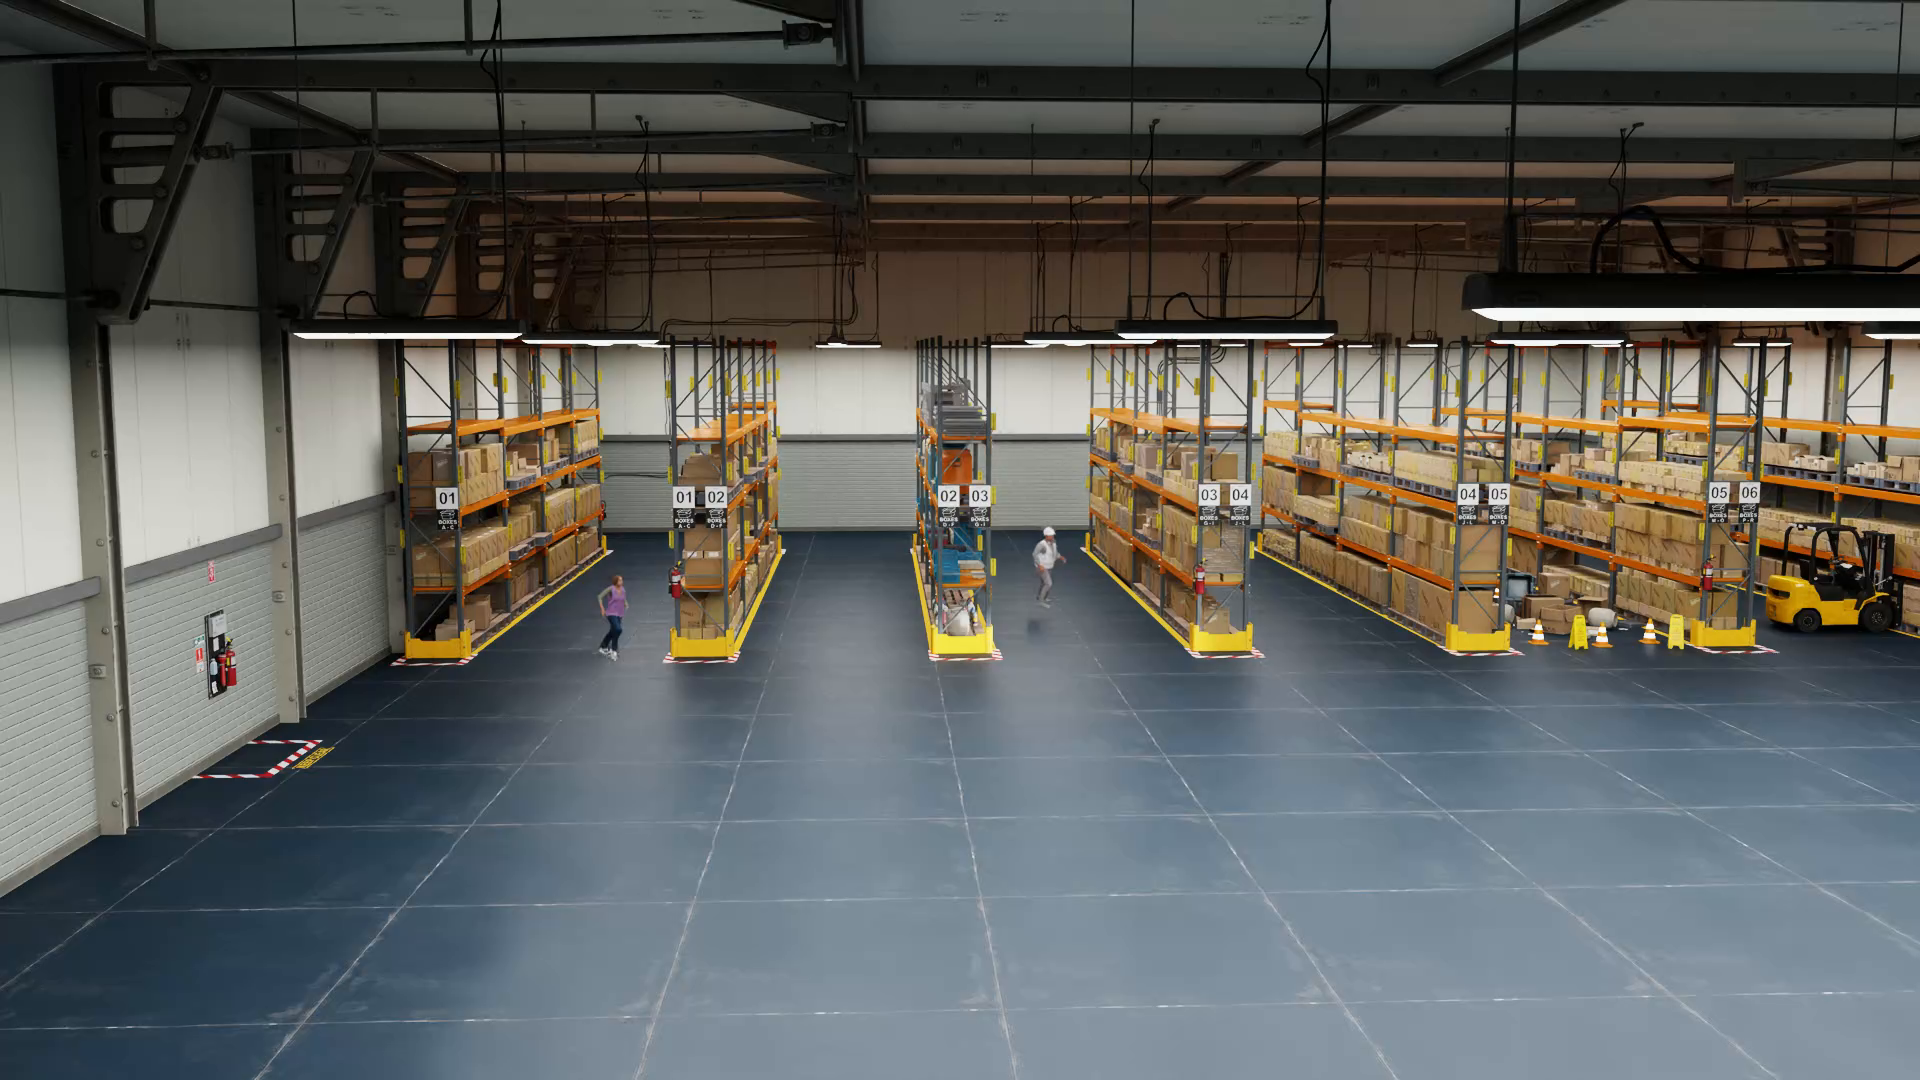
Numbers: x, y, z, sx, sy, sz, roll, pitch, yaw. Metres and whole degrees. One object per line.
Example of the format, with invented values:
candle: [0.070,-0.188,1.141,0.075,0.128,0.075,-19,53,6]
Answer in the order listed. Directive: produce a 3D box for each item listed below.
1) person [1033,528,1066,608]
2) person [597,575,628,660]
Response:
person: [1.867,0.577,35.513,0.800,1.732,0.702,4,8,33]
person: [-6.474,1.431,31.052,0.769,1.594,0.519,5,8,39]
